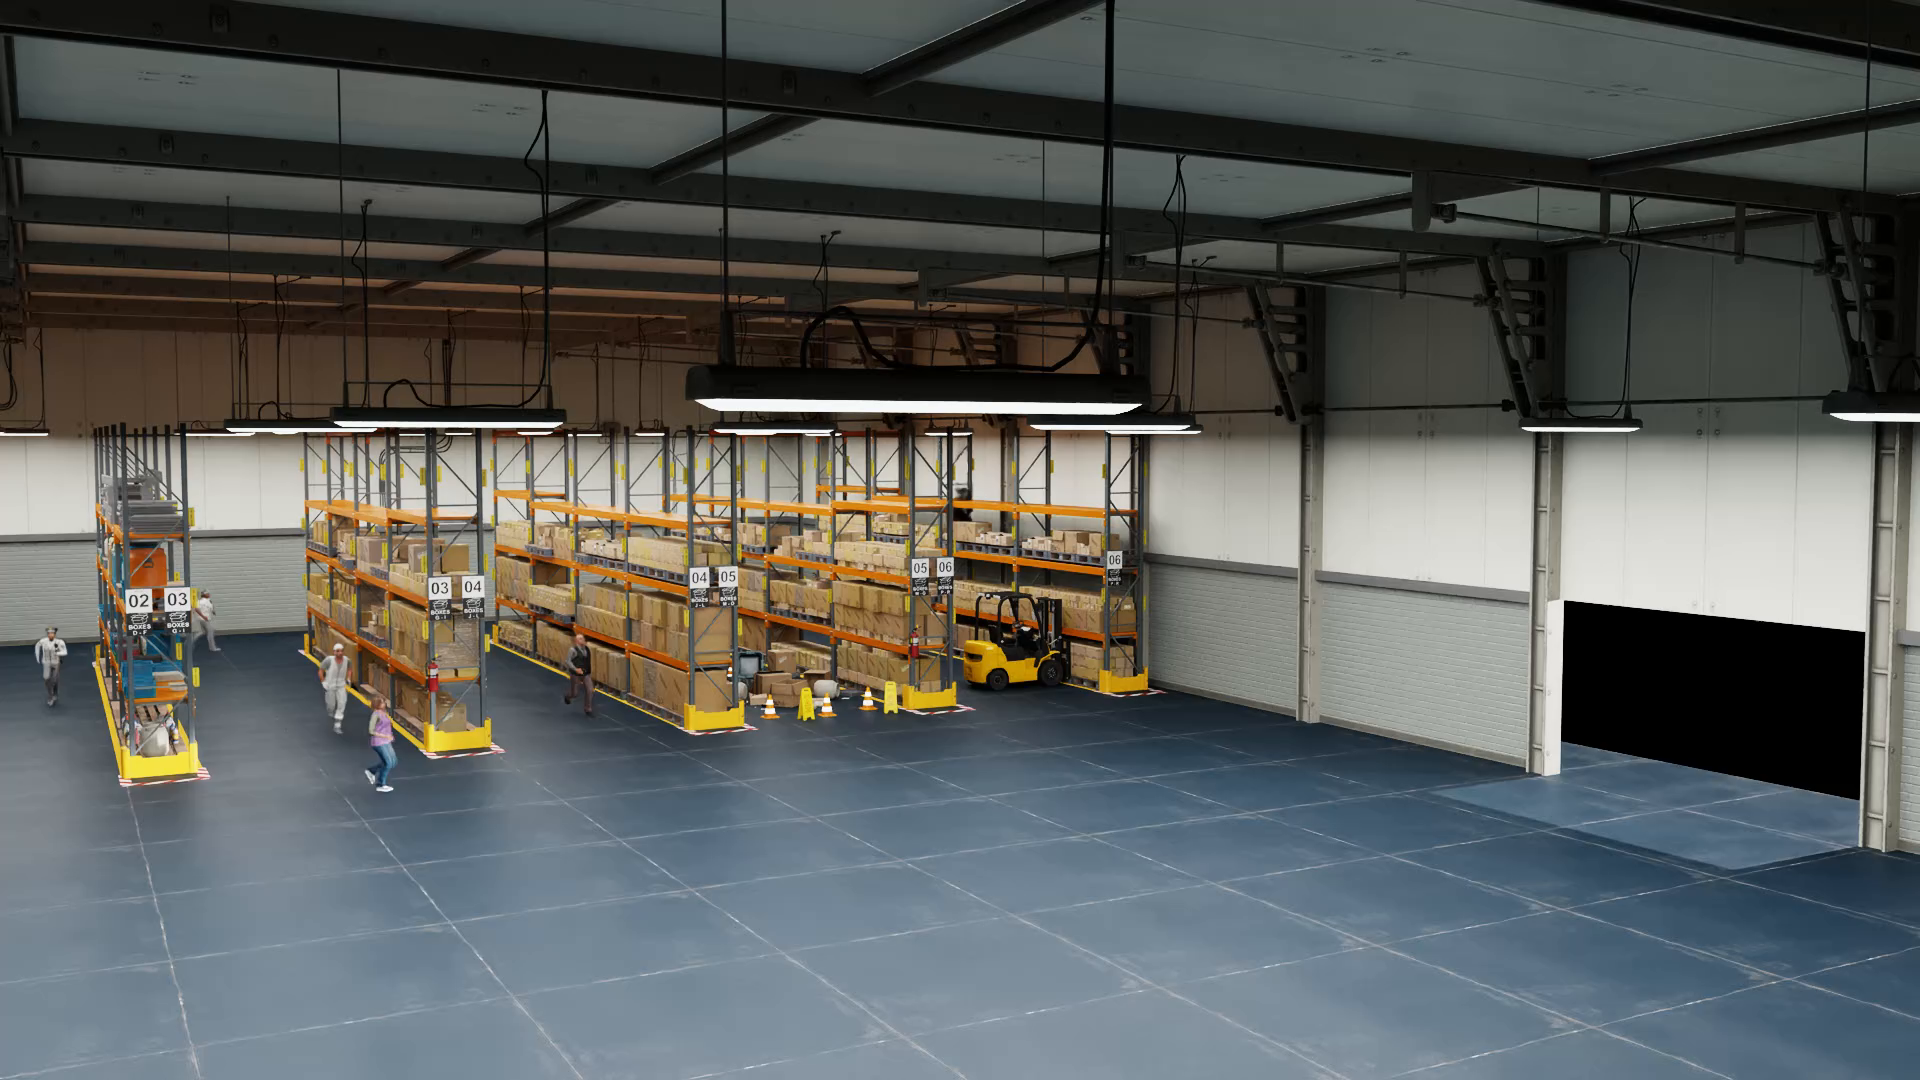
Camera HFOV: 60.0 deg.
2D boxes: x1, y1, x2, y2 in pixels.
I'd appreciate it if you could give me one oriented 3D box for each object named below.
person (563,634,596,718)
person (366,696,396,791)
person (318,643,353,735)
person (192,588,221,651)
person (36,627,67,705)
[{"bbox_3d":[-7.887,2.810,34.481,0.639,1.714,1.035,-3,4,-40],"label":"person"},{"bbox_3d":[-9.416,3.310,27.000,0.561,1.548,0.533,0,3,3],"label":"person"},{"bbox_3d":[-12.251,2.892,32.652,0.664,1.768,0.949,-2,4,-31],"label":"person"},{"bbox_3d":[-20.365,2.147,44.769,0.859,1.691,0.573,-1,4,-11],"label":"person"},{"bbox_3d":[-19.645,2.705,35.963,0.637,1.698,0.792,-1,4,-21],"label":"person"}]
